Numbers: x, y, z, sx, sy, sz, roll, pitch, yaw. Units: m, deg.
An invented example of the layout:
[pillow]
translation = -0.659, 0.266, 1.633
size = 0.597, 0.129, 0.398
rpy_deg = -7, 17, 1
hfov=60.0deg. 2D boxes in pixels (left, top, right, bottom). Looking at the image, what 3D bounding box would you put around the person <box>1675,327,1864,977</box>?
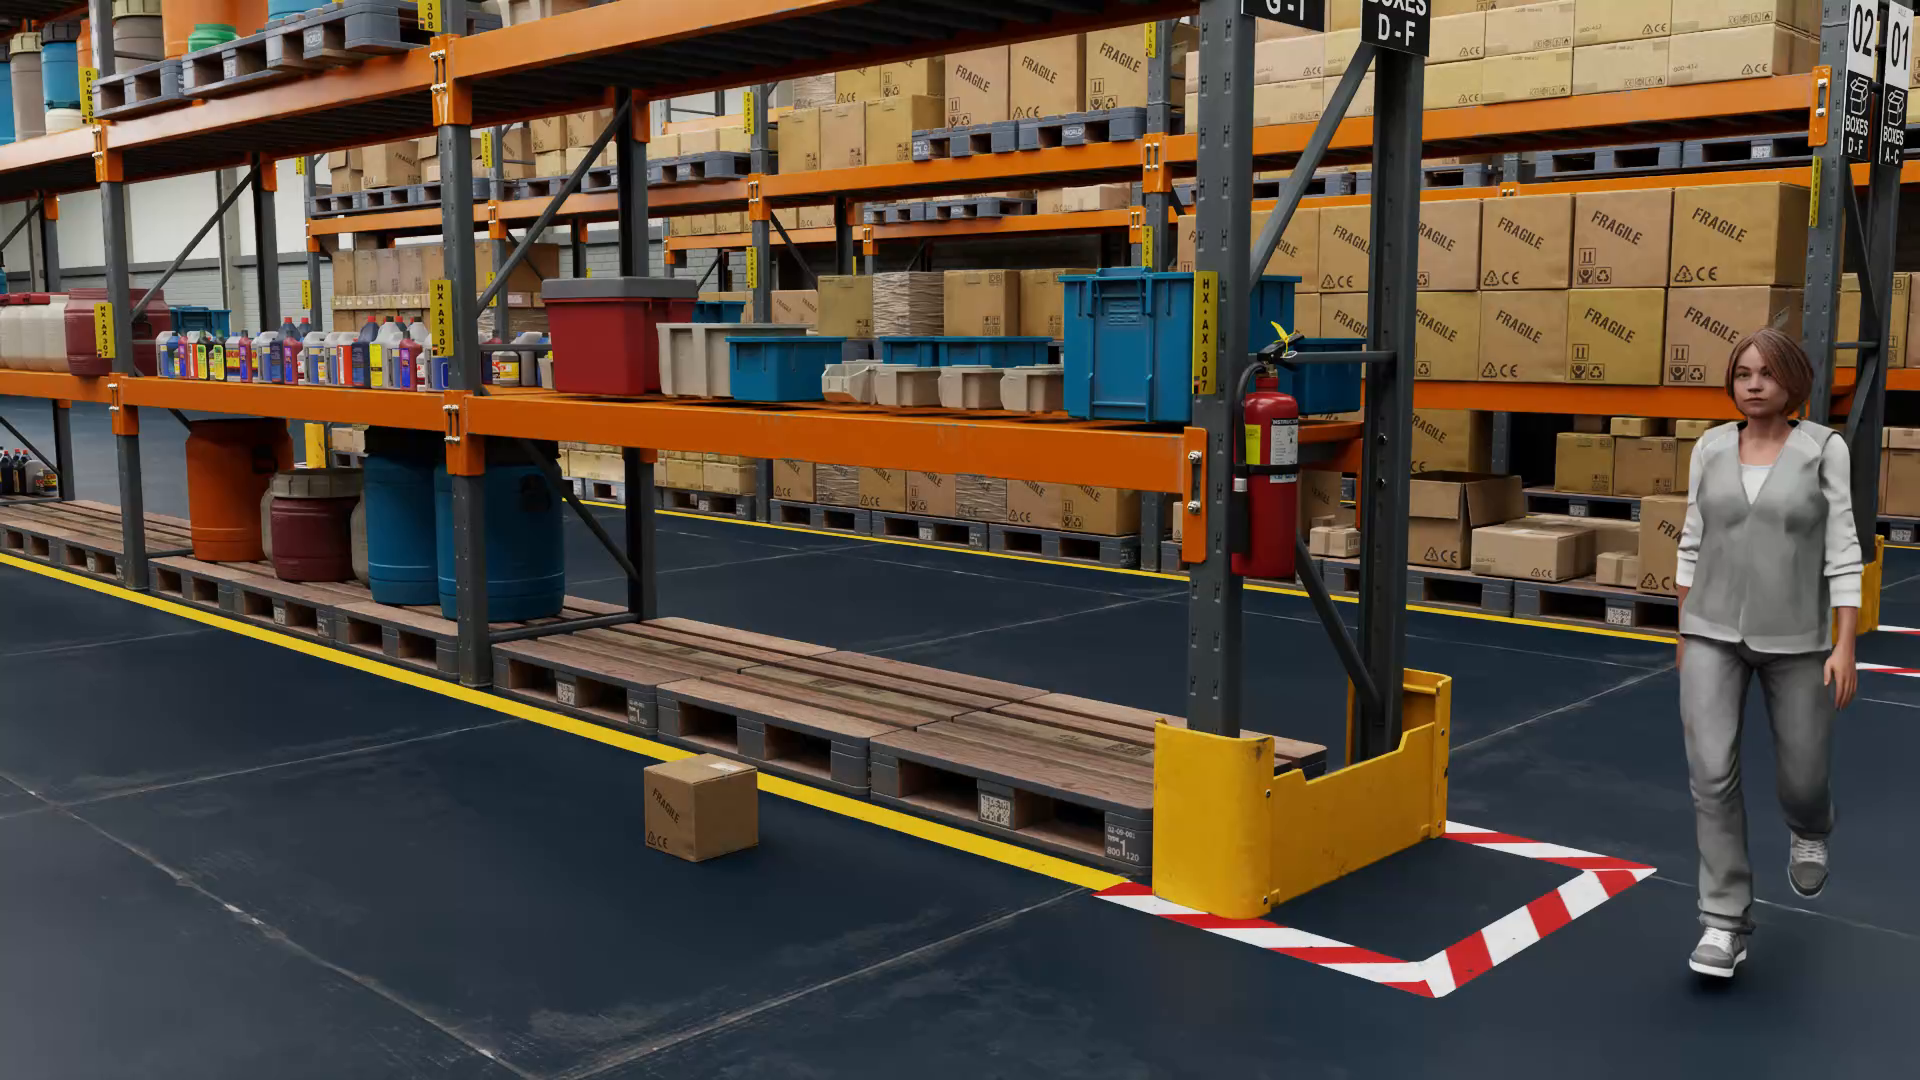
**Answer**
[person]
translation = 2.032, 0.255, 4.190
size = 0.447, 1.569, 0.747
rpy_deg = 5, 9, 35
